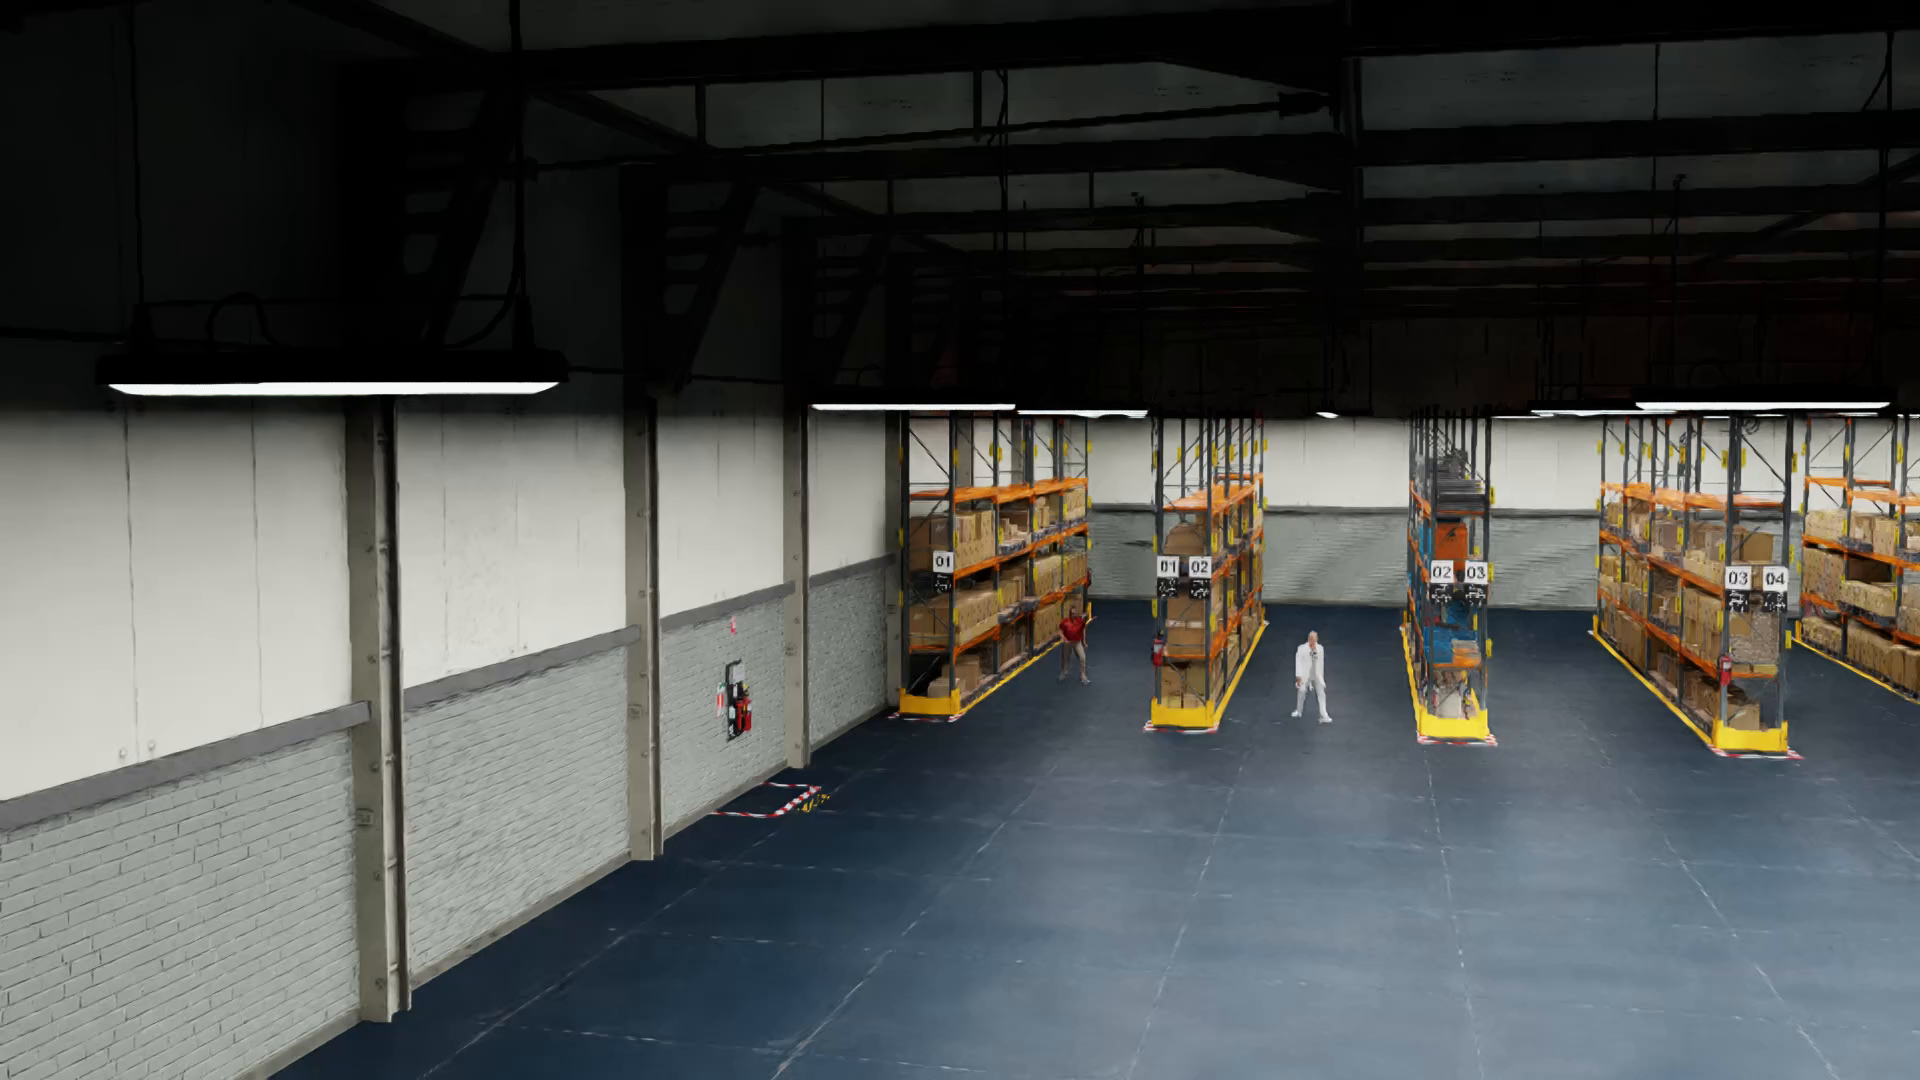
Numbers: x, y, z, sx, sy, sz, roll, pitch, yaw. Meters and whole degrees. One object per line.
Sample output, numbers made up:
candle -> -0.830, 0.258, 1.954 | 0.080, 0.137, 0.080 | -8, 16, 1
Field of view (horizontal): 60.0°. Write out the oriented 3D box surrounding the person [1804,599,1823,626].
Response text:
person -> 23.742, 1.577, 46.297 | 0.700, 1.664, 0.483 | -1, 4, -14

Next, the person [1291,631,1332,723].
person -> 6.676, 2.590, 31.656 | 0.617, 1.735, 1.030 | -1, 4, -9

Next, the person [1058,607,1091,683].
person -> 2.482, 2.270, 36.414 | 0.691, 1.656, 0.844 | 0, 4, -3
